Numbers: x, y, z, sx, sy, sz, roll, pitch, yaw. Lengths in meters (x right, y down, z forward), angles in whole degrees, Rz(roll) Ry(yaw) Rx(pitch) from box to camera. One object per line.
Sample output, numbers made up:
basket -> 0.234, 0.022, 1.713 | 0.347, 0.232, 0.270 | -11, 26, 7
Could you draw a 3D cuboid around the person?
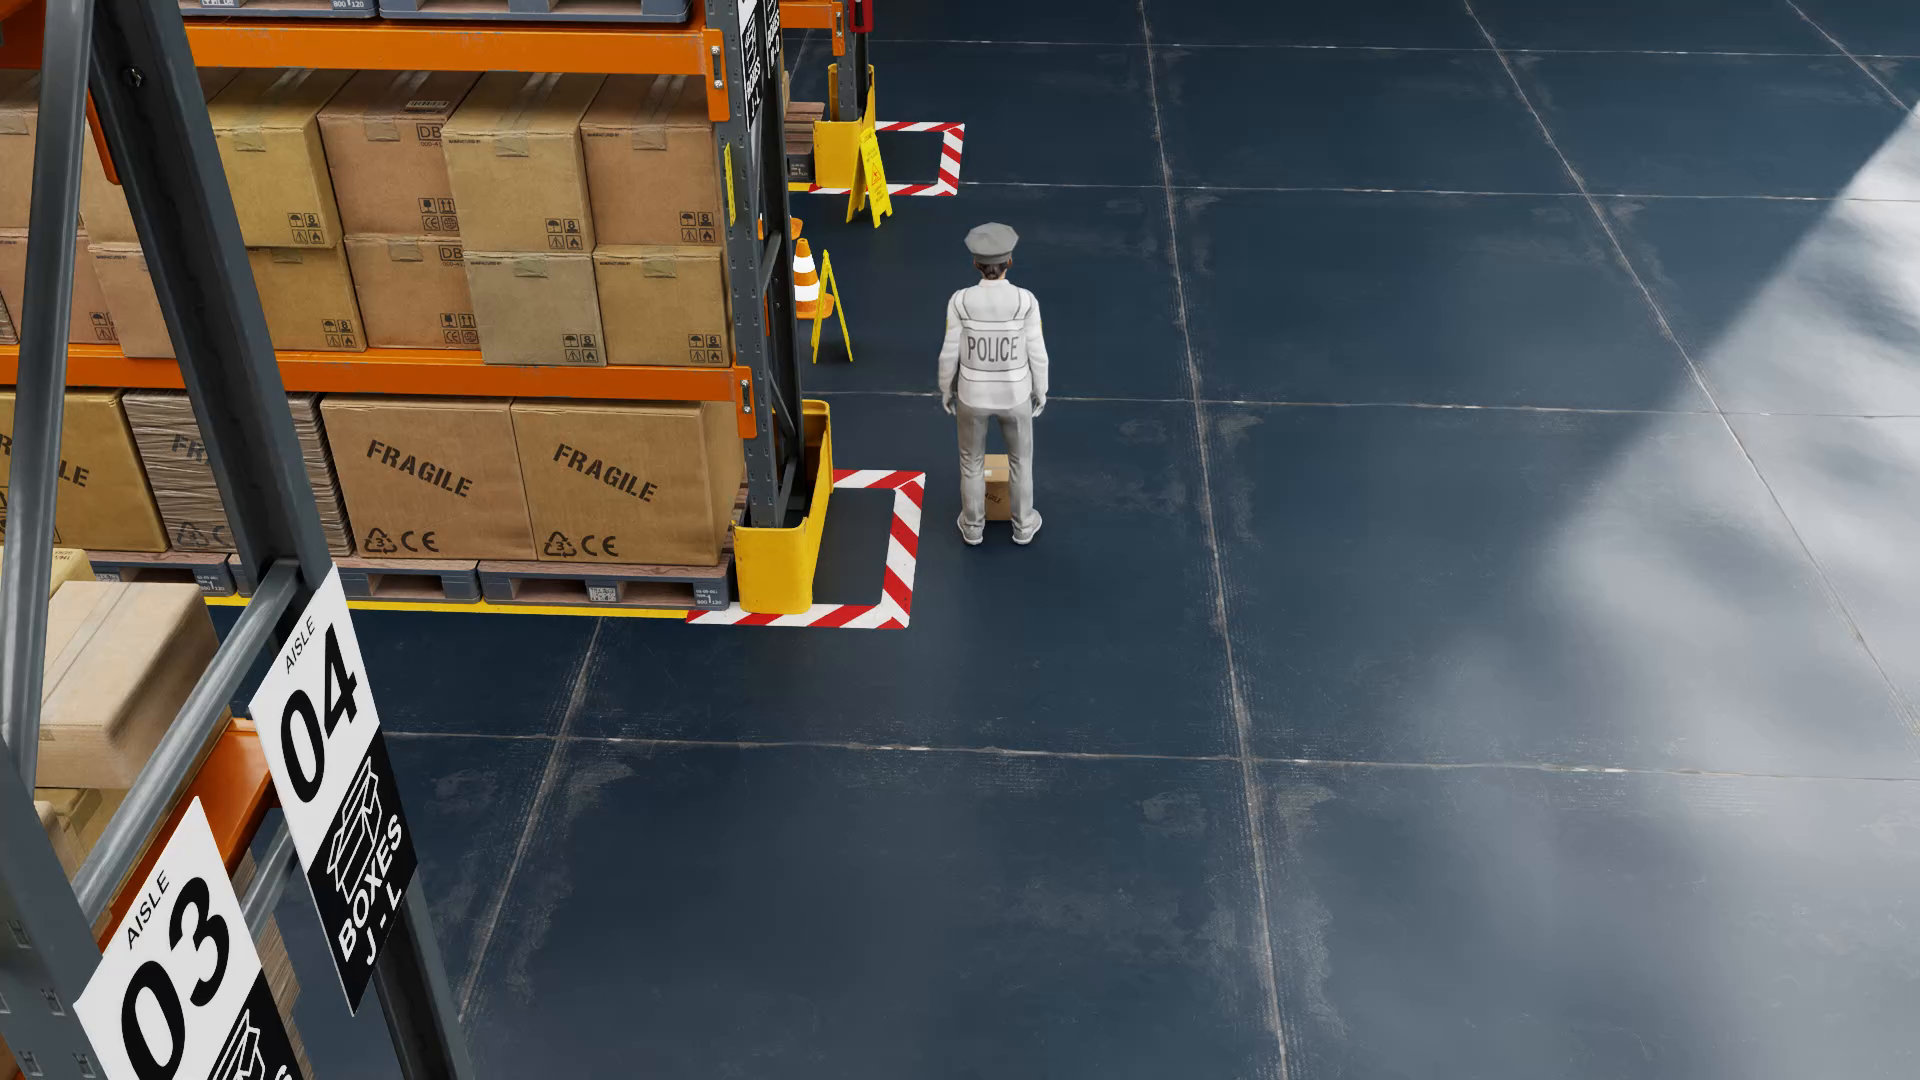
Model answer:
person -> 0.164, -0.708, 8.089 | 0.529, 1.664, 0.371 | 2, 36, 2
